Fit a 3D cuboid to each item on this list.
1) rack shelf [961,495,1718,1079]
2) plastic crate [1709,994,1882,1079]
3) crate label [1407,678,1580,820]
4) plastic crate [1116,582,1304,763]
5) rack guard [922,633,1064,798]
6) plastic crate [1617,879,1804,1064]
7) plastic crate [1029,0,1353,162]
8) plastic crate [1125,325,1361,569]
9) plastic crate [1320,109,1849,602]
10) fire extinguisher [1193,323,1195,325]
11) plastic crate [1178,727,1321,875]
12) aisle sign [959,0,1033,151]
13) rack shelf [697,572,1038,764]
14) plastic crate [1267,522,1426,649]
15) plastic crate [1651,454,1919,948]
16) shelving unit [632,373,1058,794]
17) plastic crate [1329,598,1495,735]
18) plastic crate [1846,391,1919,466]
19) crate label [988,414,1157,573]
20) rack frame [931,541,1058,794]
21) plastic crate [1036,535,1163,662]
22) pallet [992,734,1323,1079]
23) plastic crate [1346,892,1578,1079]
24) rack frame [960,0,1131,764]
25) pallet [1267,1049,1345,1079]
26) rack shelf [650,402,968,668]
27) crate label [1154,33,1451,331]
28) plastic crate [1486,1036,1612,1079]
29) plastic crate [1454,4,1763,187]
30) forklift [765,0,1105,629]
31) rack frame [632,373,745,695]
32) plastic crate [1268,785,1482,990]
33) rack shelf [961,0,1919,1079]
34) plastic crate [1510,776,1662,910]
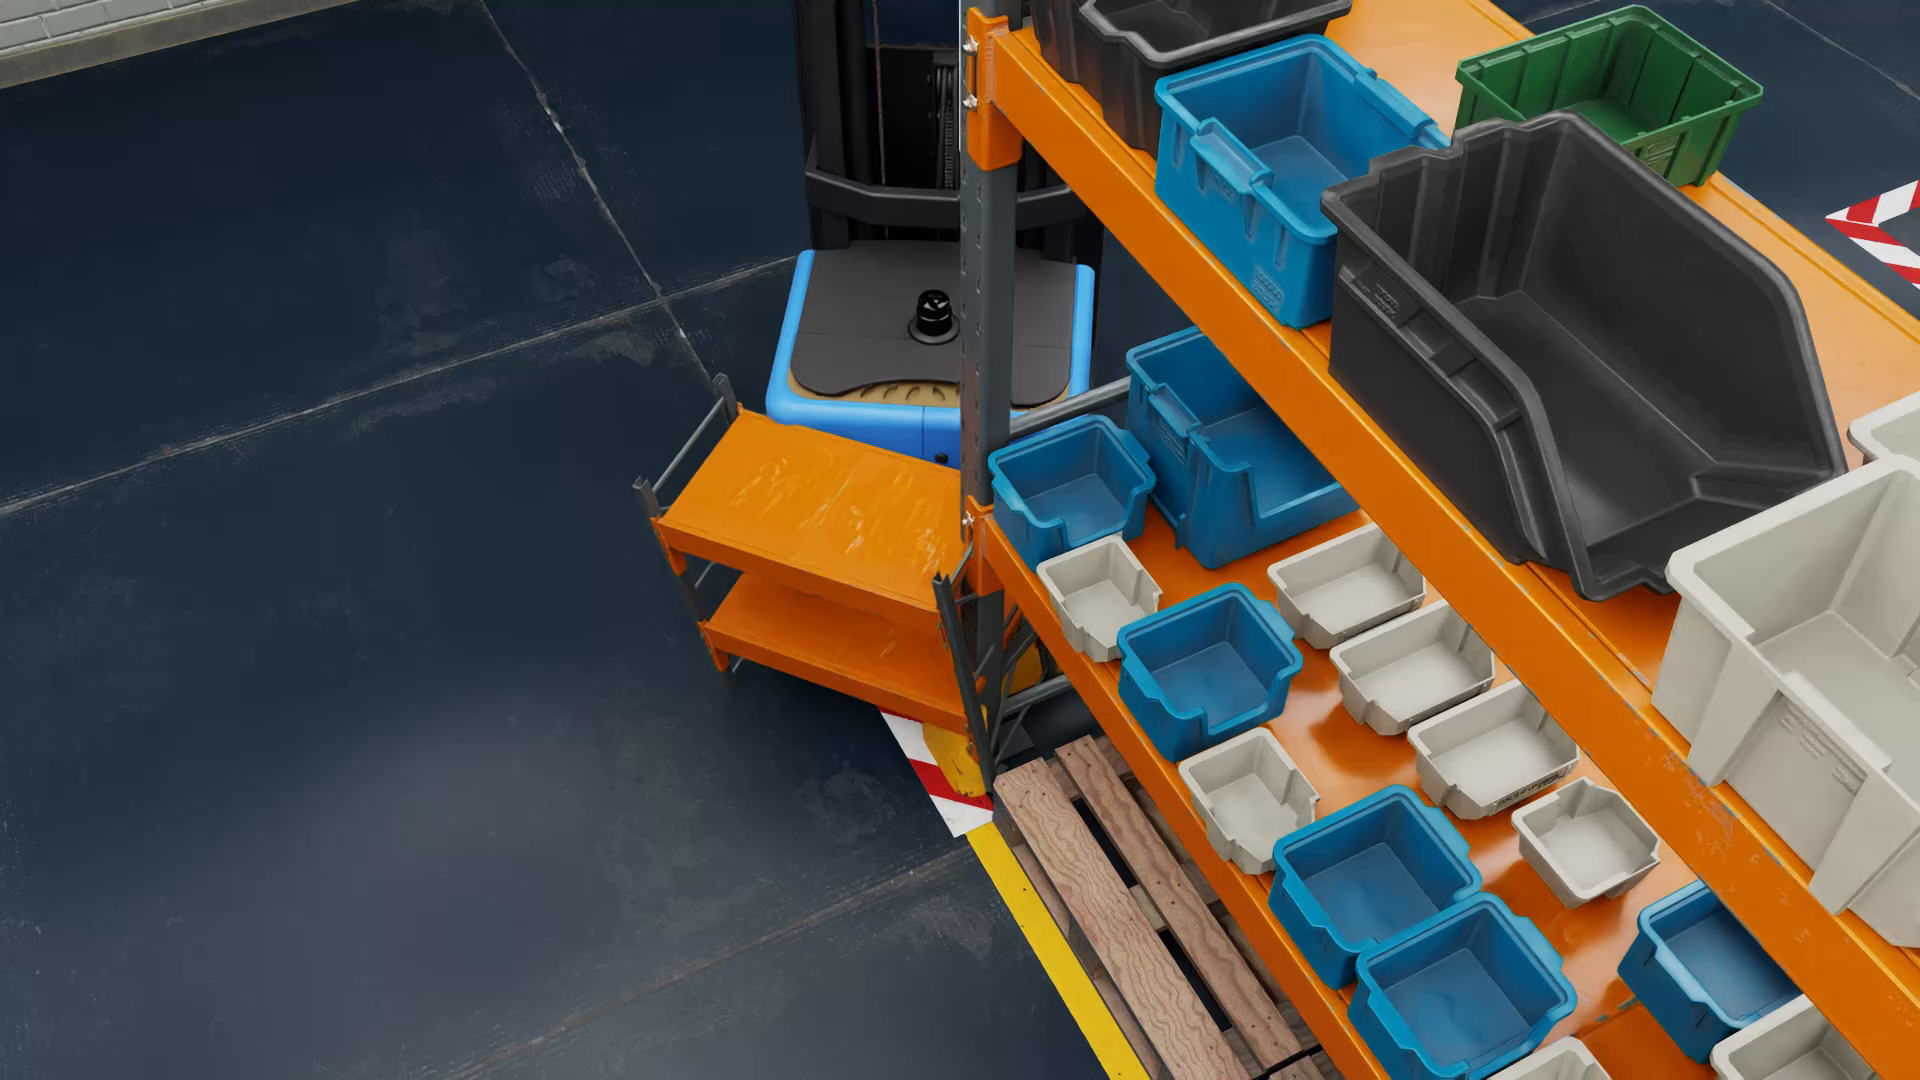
[{"bbox_3d":[1.387,1.154,3.726,1.077,0.370,4.000,-21,52,-18],"label":"rack shelf"},{"bbox_3d":[1.767,1.190,3.256,0.437,0.282,0.530,-21,52,-18],"label":"plastic crate"},{"bbox_3d":[1.275,0.506,3.950,0.396,0.136,0.243,-21,52,-18],"label":"crate label"},{"bbox_3d":[0.593,0.333,4.037,0.416,0.233,0.300,-21,52,-18],"label":"plastic crate"},{"bbox_3d":[0.449,0.390,5.577,1.175,0.500,0.348,-21,52,-18],"label":"rack guard"},{"bbox_3d":[1.639,0.900,3.541,0.416,0.233,0.300,-21,52,-18],"label":"plastic crate"},{"bbox_3d":[0.400,-1.012,3.236,0.497,0.269,0.590,-21,52,-18],"label":"plastic crate"},{"bbox_3d":[0.791,-0.293,4.450,0.616,0.435,0.499,-21,52,-18],"label":"plastic crate"},{"bbox_3d":[0.926,-0.271,2.543,0.504,0.338,0.767,-21,52,-18],"label":"plastic crate"},{"bbox_3d":[0.807,-0.531,5.020,0.296,0.674,0.183,-21,52,-18],"label":"fire extinguisher"},{"bbox_3d":[0.675,0.622,3.849,0.250,0.136,0.298,-21,52,-18],"label":"plastic crate"},{"bbox_3d":[0.174,-1.223,3.600,0.394,0.787,0.004,-21,52,-18],"label":"aisle sign"},{"bbox_3d":[-0.287,0.304,5.491,1.000,0.278,0.538,17,56,23],"label":"rack shelf"},{"bbox_3d":[1.006,0.129,4.280,0.396,0.136,0.243,-21,52,-18],"label":"plastic crate"},{"bbox_3d":[1.211,0.220,2.151,0.437,0.282,0.530,-21,52,-18],"label":"plastic crate"},{"bbox_3d":[-0.322,0.151,5.304,1.048,1.125,0.538,17,56,23],"label":"shelving unit"},{"bbox_3d":[1.125,0.328,4.106,0.396,0.136,0.243,-21,52,-18],"label":"plastic crate"},{"bbox_3d":[1.638,-0.025,2.461,0.437,0.136,0.530,-21,52,-18],"label":"plastic crate"},{"bbox_3d":[0.292,-0.107,4.422,0.416,0.233,0.303,-21,52,-18],"label":"crate label"},{"bbox_3d":[0.127,0.287,5.108,0.032,1.125,0.500,17,56,23],"label":"rack frame"},{"bbox_3d":[0.365,0.168,4.246,0.250,0.136,0.298,-21,52,-18],"label":"plastic crate"},{"bbox_3d":[0.814,1.062,5.181,1.003,0.211,1.213,-21,52,-18],"label":"pallet"},{"bbox_3d":[1.032,0.975,3.476,0.416,0.233,0.300,-21,52,-18],"label":"plastic crate"},{"bbox_3d":[0.472,-0.421,4.626,1.000,3.000,0.127,-21,52,-18],"label":"rack frame"},{"bbox_3d":[1.369,1.877,4.468,1.003,0.211,1.213,-21,52,-18],"label":"pallet"},{"bbox_3d":[-0.364,-0.032,5.080,1.000,0.278,0.538,17,56,23],"label":"rack shelf"},{"bbox_3d":[0.606,-0.631,2.915,0.408,0.251,0.502,-21,52,-18],"label":"crate label"},{"bbox_3d":[1.238,1.261,3.290,0.293,0.136,0.466,-21,52,-18],"label":"plastic crate"},{"bbox_3d":[1.177,-0.777,3.085,0.450,0.188,0.336,-21,52,-18],"label":"plastic crate"},{"bbox_3d":[0.011,-1.761,5.843,1.130,2.935,3.031,4,49,3],"label":"forklift"},{"bbox_3d":[-0.771,0.015,5.500,0.032,1.125,0.500,17,56,23],"label":"rack frame"},{"bbox_3d":[0.894,0.774,3.652,0.416,0.233,0.300,-21,52,-18],"label":"plastic crate"},{"bbox_3d":[1.387,0.167,2.597,1.077,0.370,4.000,-21,52,-18],"label":"rack shelf"},{"bbox_3d":[1.427,0.698,3.782,0.298,0.136,0.250,-21,52,-18],"label":"plastic crate"}]
